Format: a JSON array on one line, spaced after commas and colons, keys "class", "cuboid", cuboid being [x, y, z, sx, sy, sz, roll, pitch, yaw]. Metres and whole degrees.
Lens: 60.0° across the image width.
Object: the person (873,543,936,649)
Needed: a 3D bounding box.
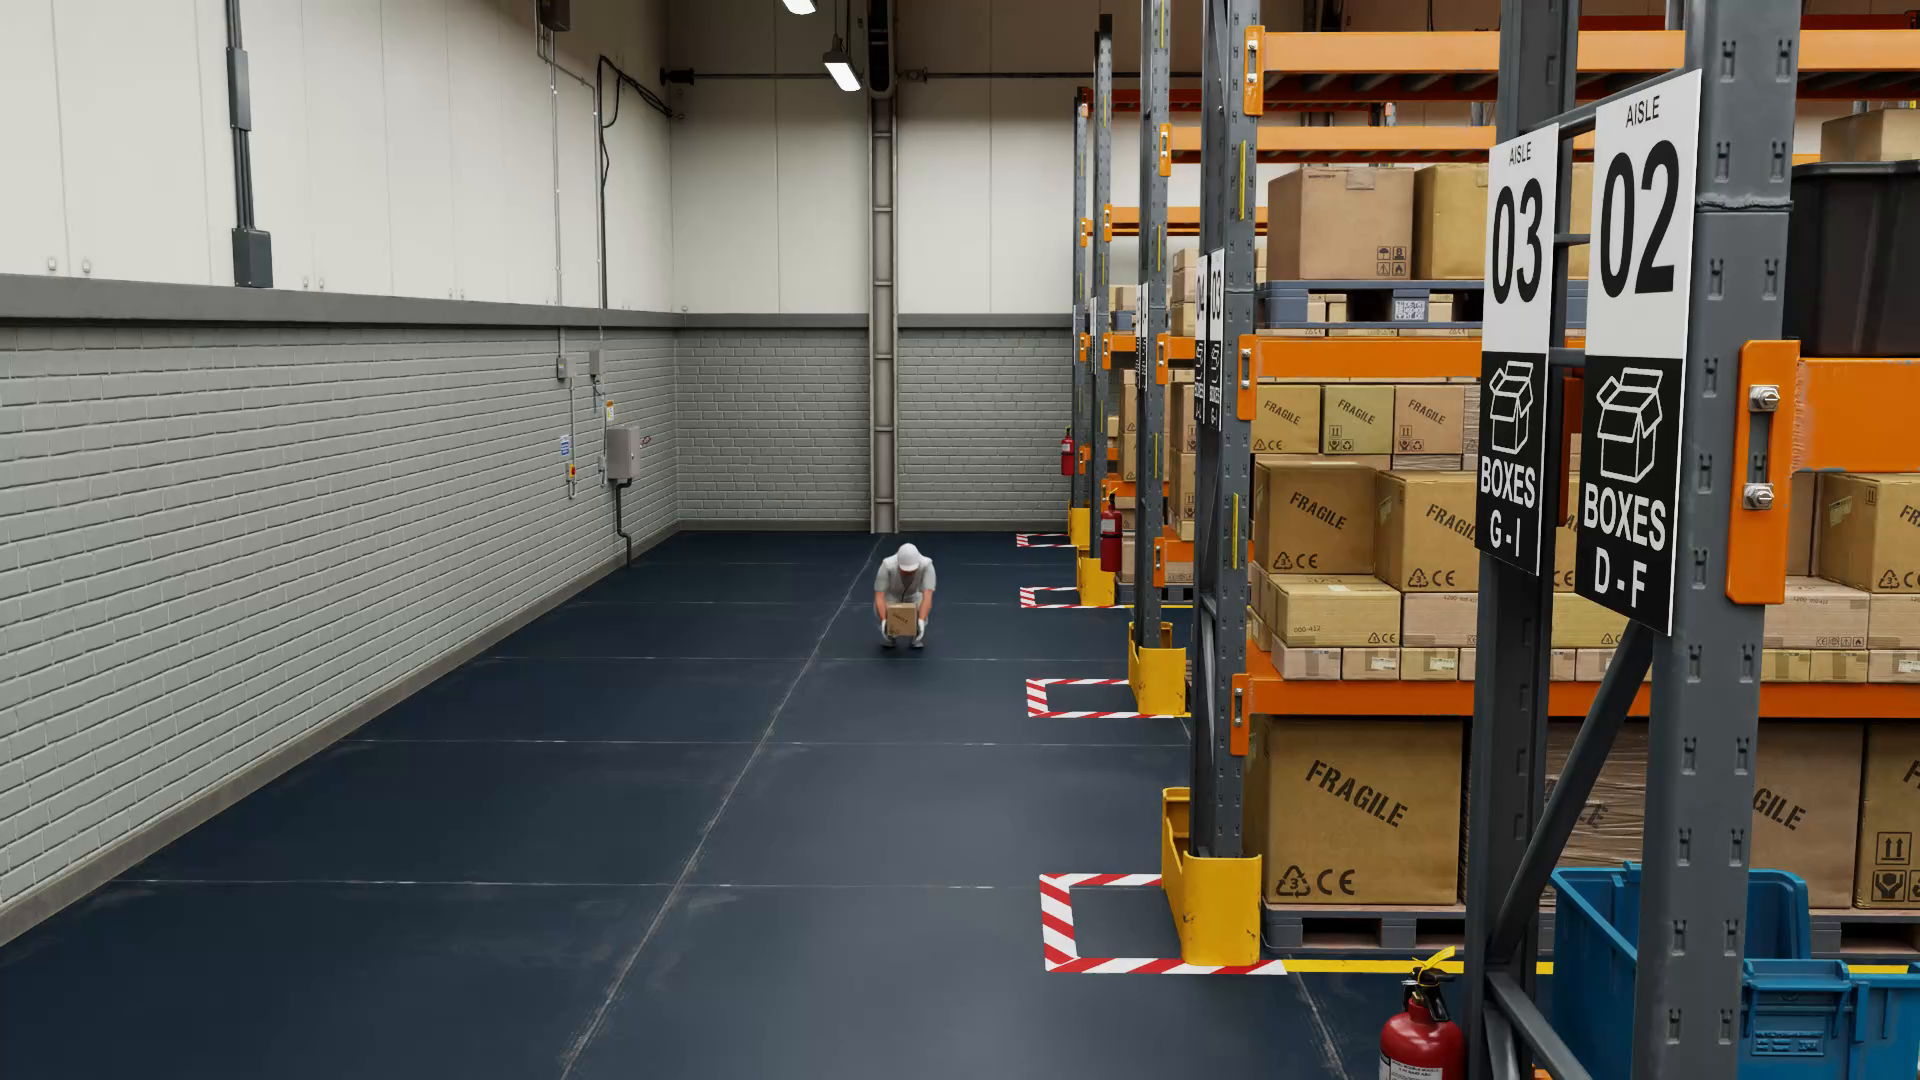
[{"class": "person", "cuboid": [-0.495, 0.492, 14.971, 0.568, 0.993, 0.868, 0, 7, 1]}]
